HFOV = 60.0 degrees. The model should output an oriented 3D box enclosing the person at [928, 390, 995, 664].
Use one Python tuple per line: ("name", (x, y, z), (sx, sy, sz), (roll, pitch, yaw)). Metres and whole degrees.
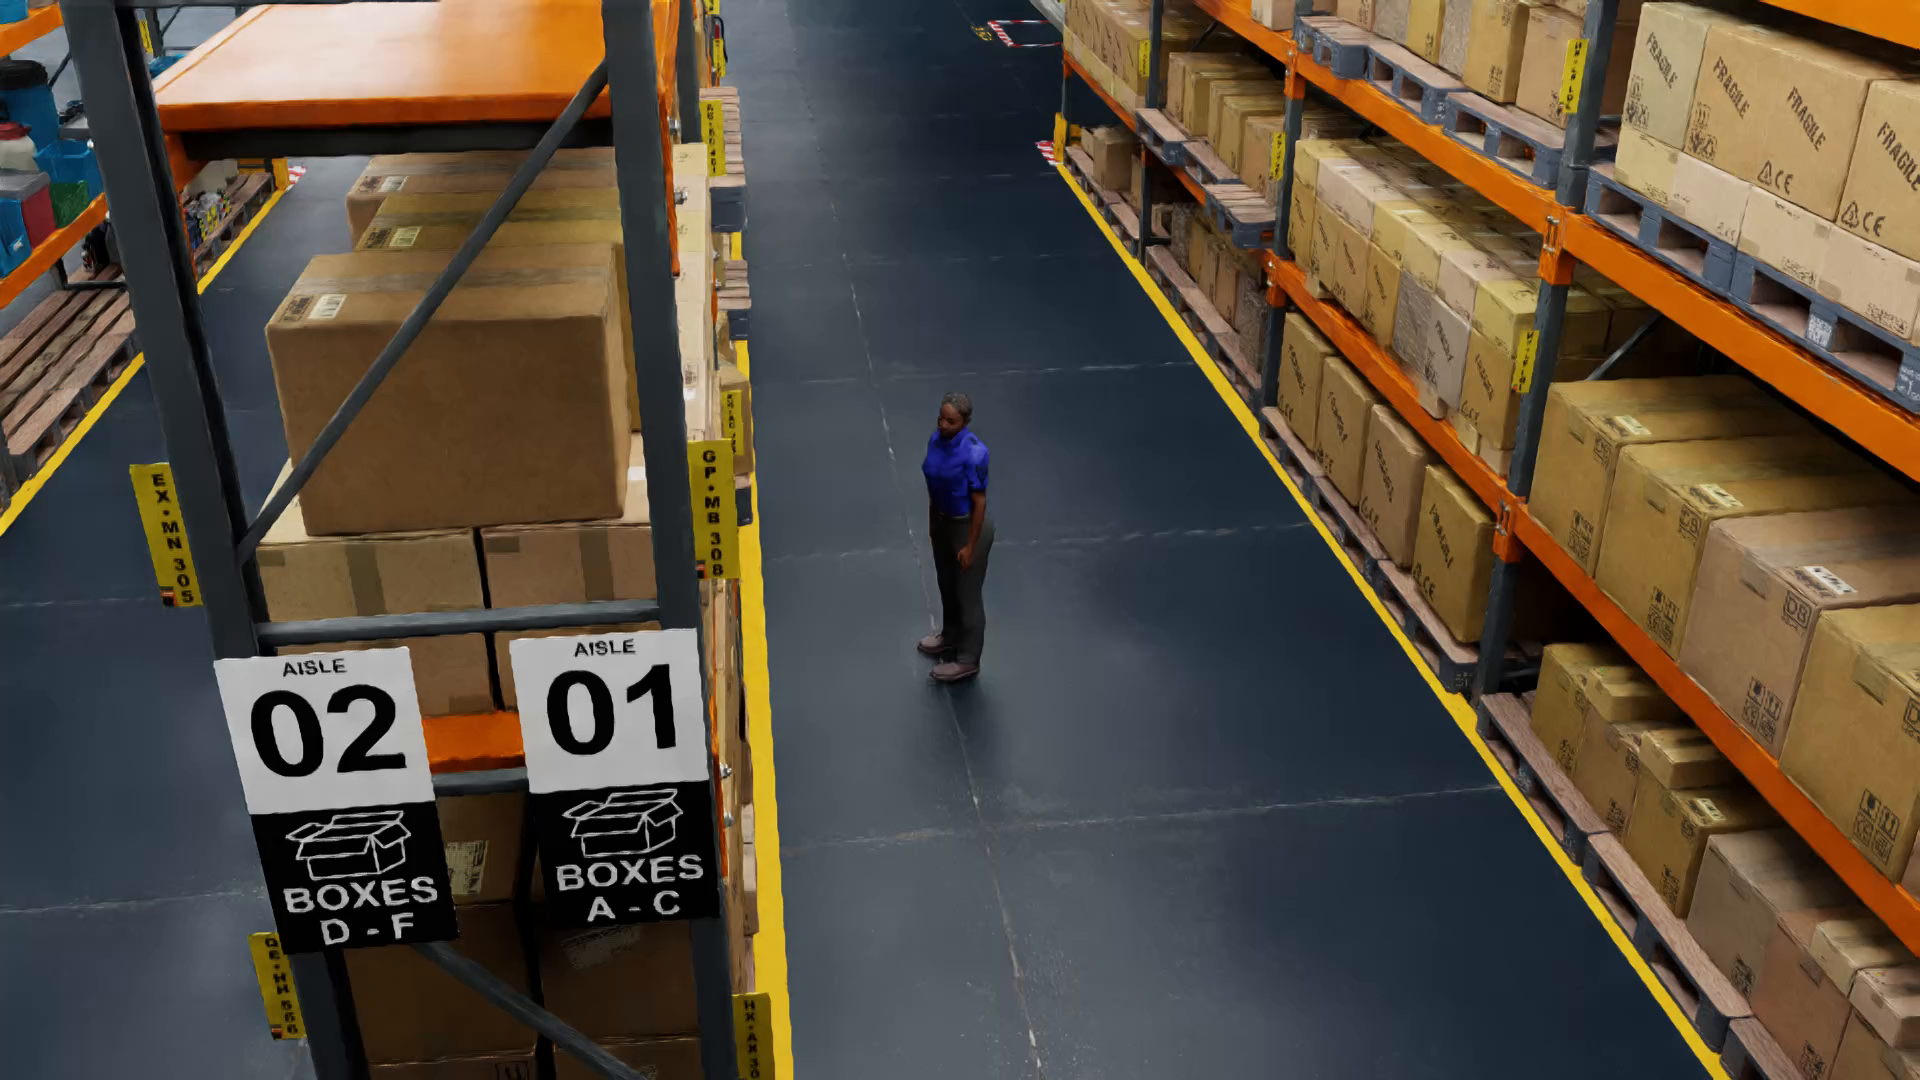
("person", (-0.014, -0.076, 9.112), (0.319, 1.577, 0.493), (-19, 33, -32))
